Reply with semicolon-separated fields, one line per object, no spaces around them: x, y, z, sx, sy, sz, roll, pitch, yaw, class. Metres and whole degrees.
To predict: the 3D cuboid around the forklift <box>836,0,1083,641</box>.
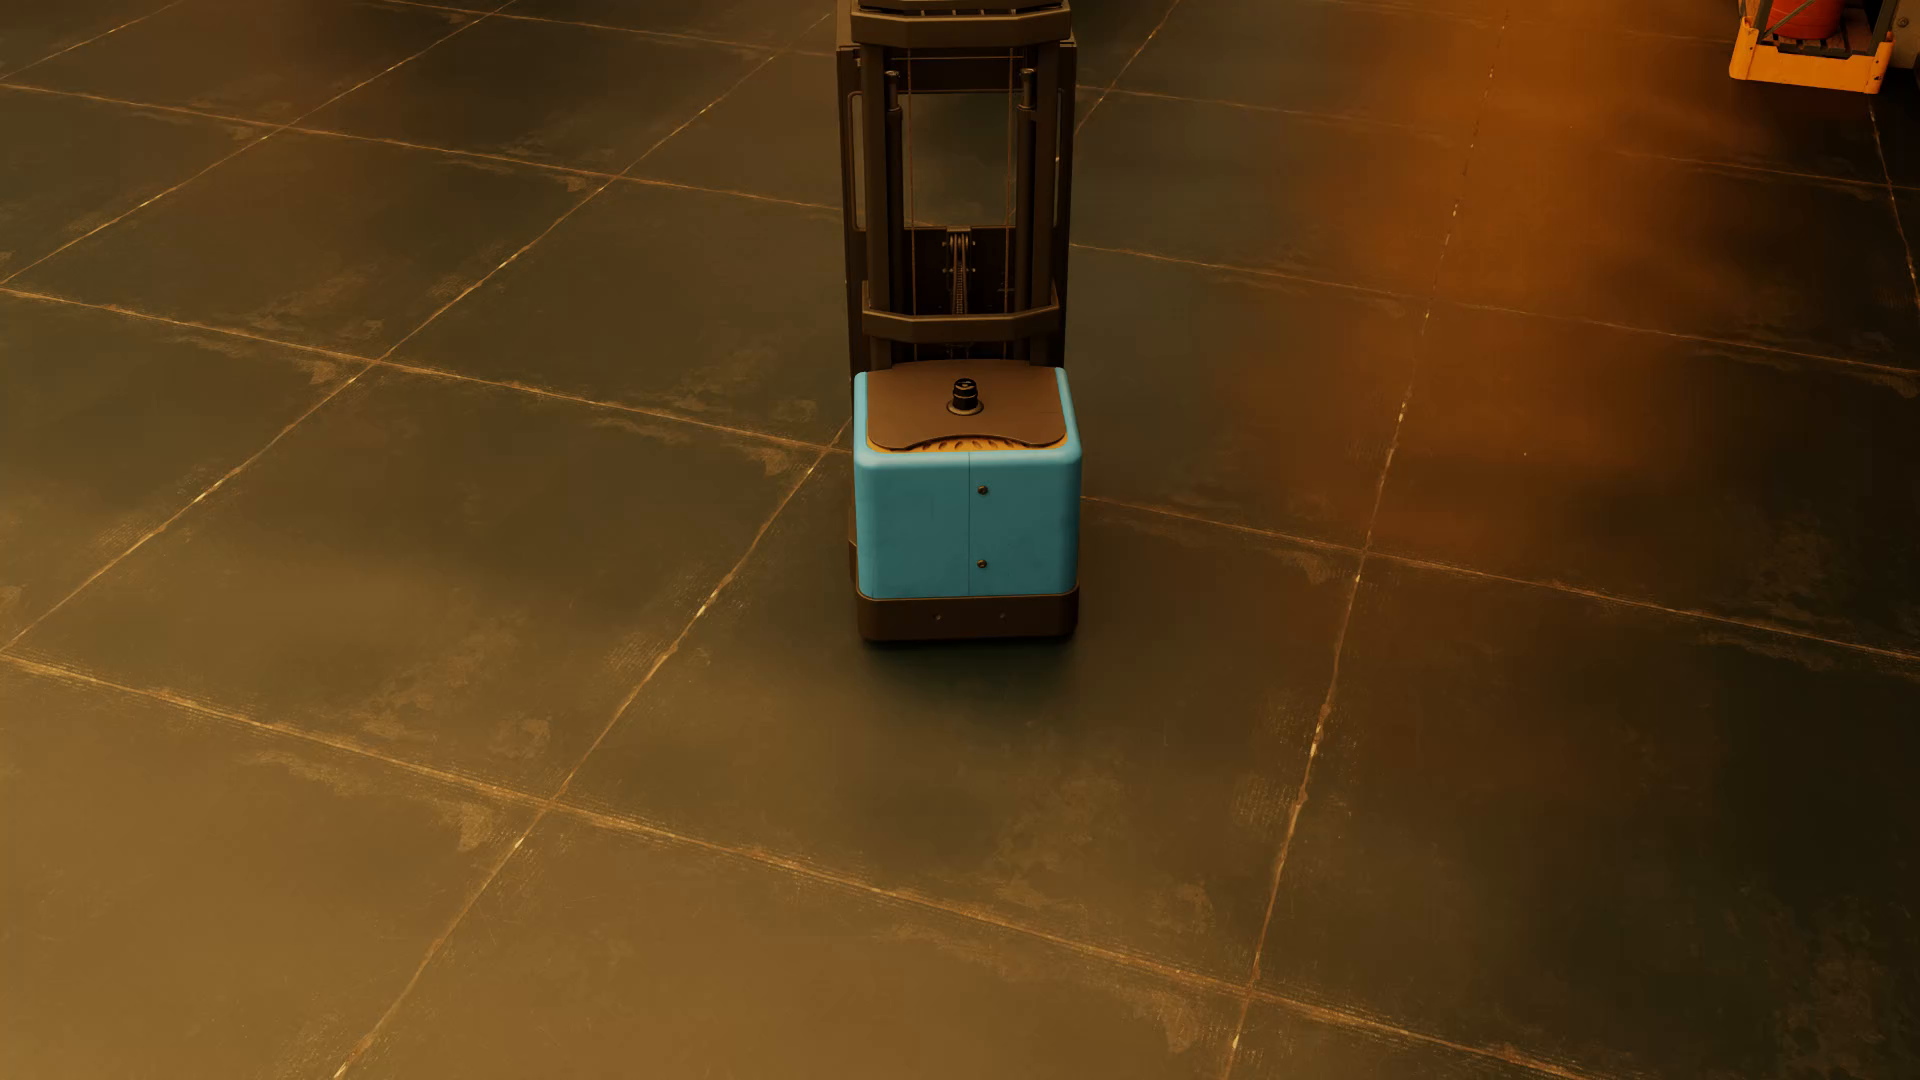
-0.029;-1.547;8.293;1.130;2.935;3.031;-2;35;-2;forklift
